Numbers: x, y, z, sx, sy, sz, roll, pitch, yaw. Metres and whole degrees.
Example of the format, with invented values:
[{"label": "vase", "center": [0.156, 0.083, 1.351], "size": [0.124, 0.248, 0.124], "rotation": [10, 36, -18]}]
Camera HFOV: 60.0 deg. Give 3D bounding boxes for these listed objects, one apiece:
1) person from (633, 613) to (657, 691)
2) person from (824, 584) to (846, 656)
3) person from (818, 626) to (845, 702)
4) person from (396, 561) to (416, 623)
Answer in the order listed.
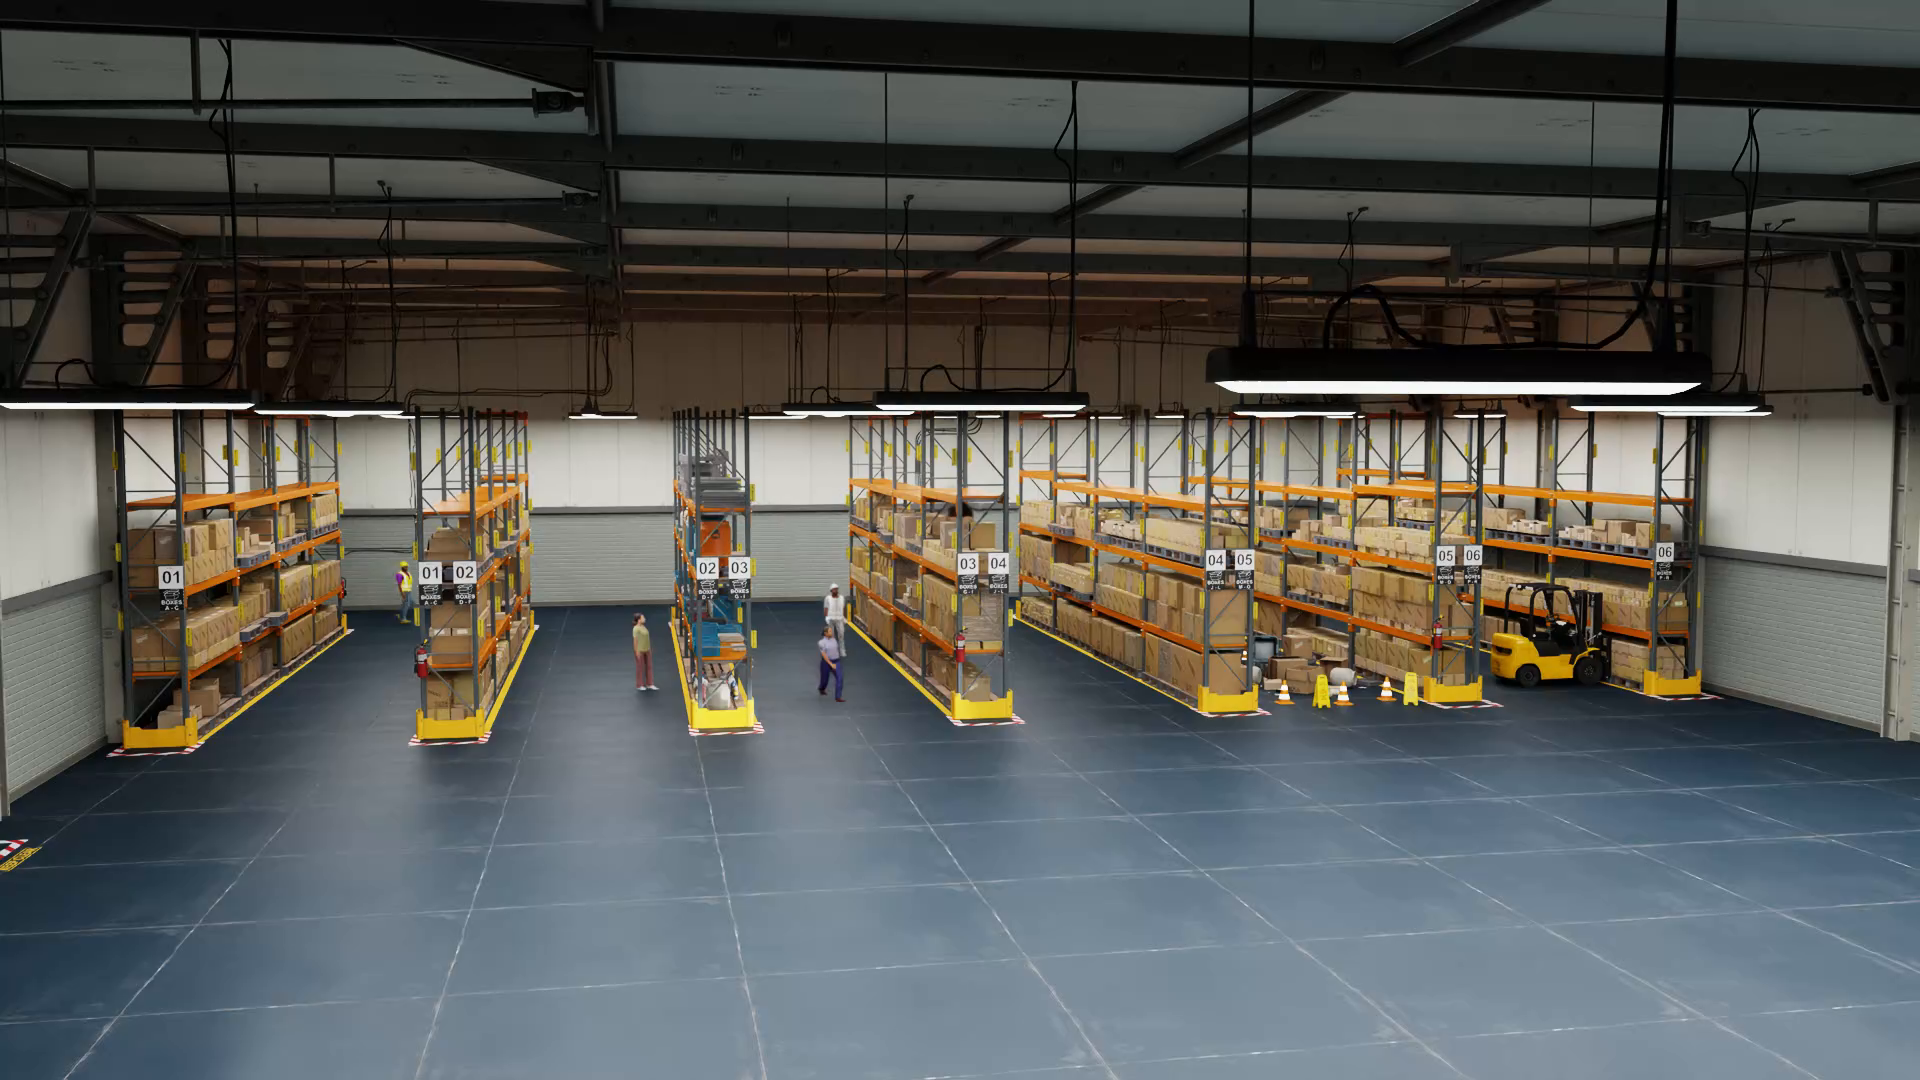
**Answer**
[{"label": "person", "center": [-6.755, 2.376, 35.456], "size": [0.389, 1.669, 0.517], "rotation": [3, 5, 37]}, {"label": "person", "center": [-3.040, 1.946, 40.665], "size": [0.565, 1.737, 0.972], "rotation": [-1, 4, -14]}, {"label": "person", "center": [-2.633, 2.533, 34.067], "size": [0.500, 1.529, 0.956], "rotation": [-2, 4, -24]}, {"label": "person", "center": [-15.695, 1.478, 47.073], "size": [0.472, 1.758, 0.590], "rotation": [0, 4, -3]}]
